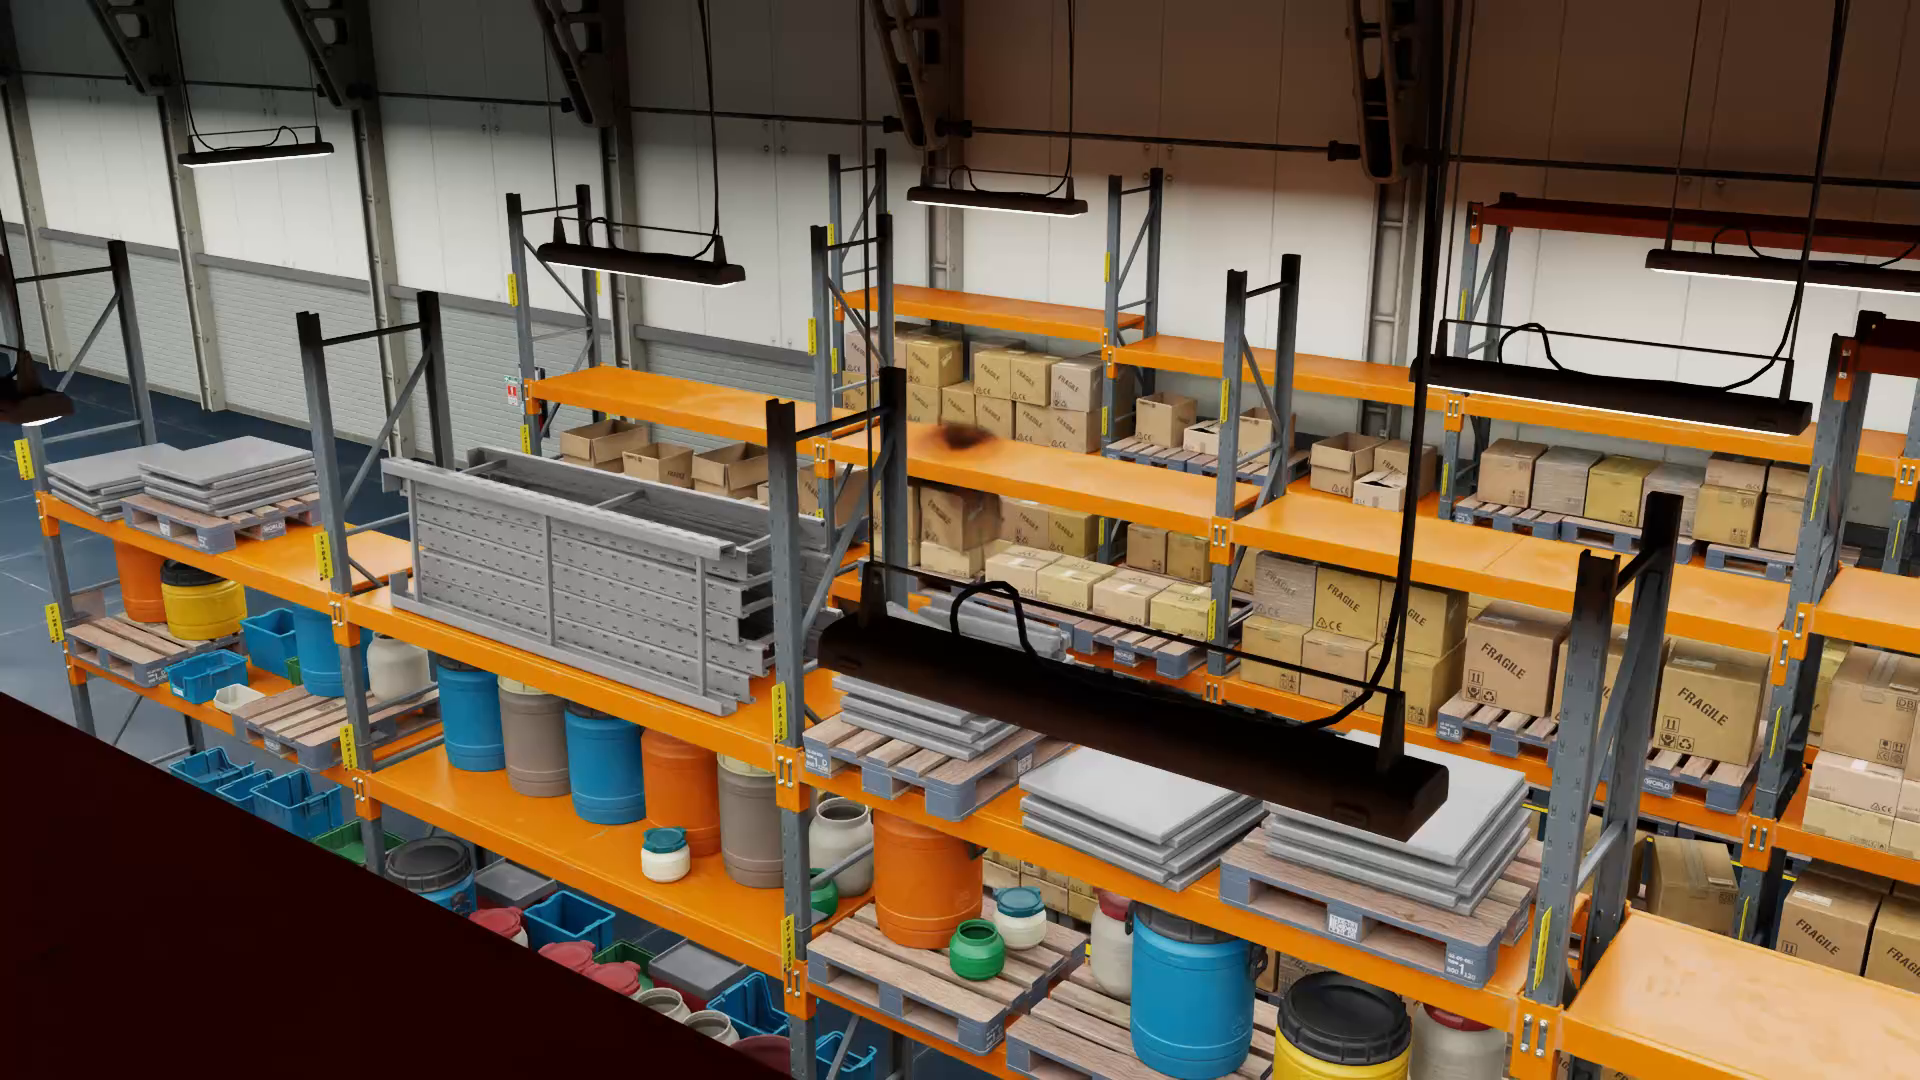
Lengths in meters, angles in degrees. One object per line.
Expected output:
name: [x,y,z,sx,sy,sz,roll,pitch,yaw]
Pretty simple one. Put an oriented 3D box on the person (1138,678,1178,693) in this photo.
person: [2.074,1.617,17.606,0.502,1.829,0.679,5,19,14]
